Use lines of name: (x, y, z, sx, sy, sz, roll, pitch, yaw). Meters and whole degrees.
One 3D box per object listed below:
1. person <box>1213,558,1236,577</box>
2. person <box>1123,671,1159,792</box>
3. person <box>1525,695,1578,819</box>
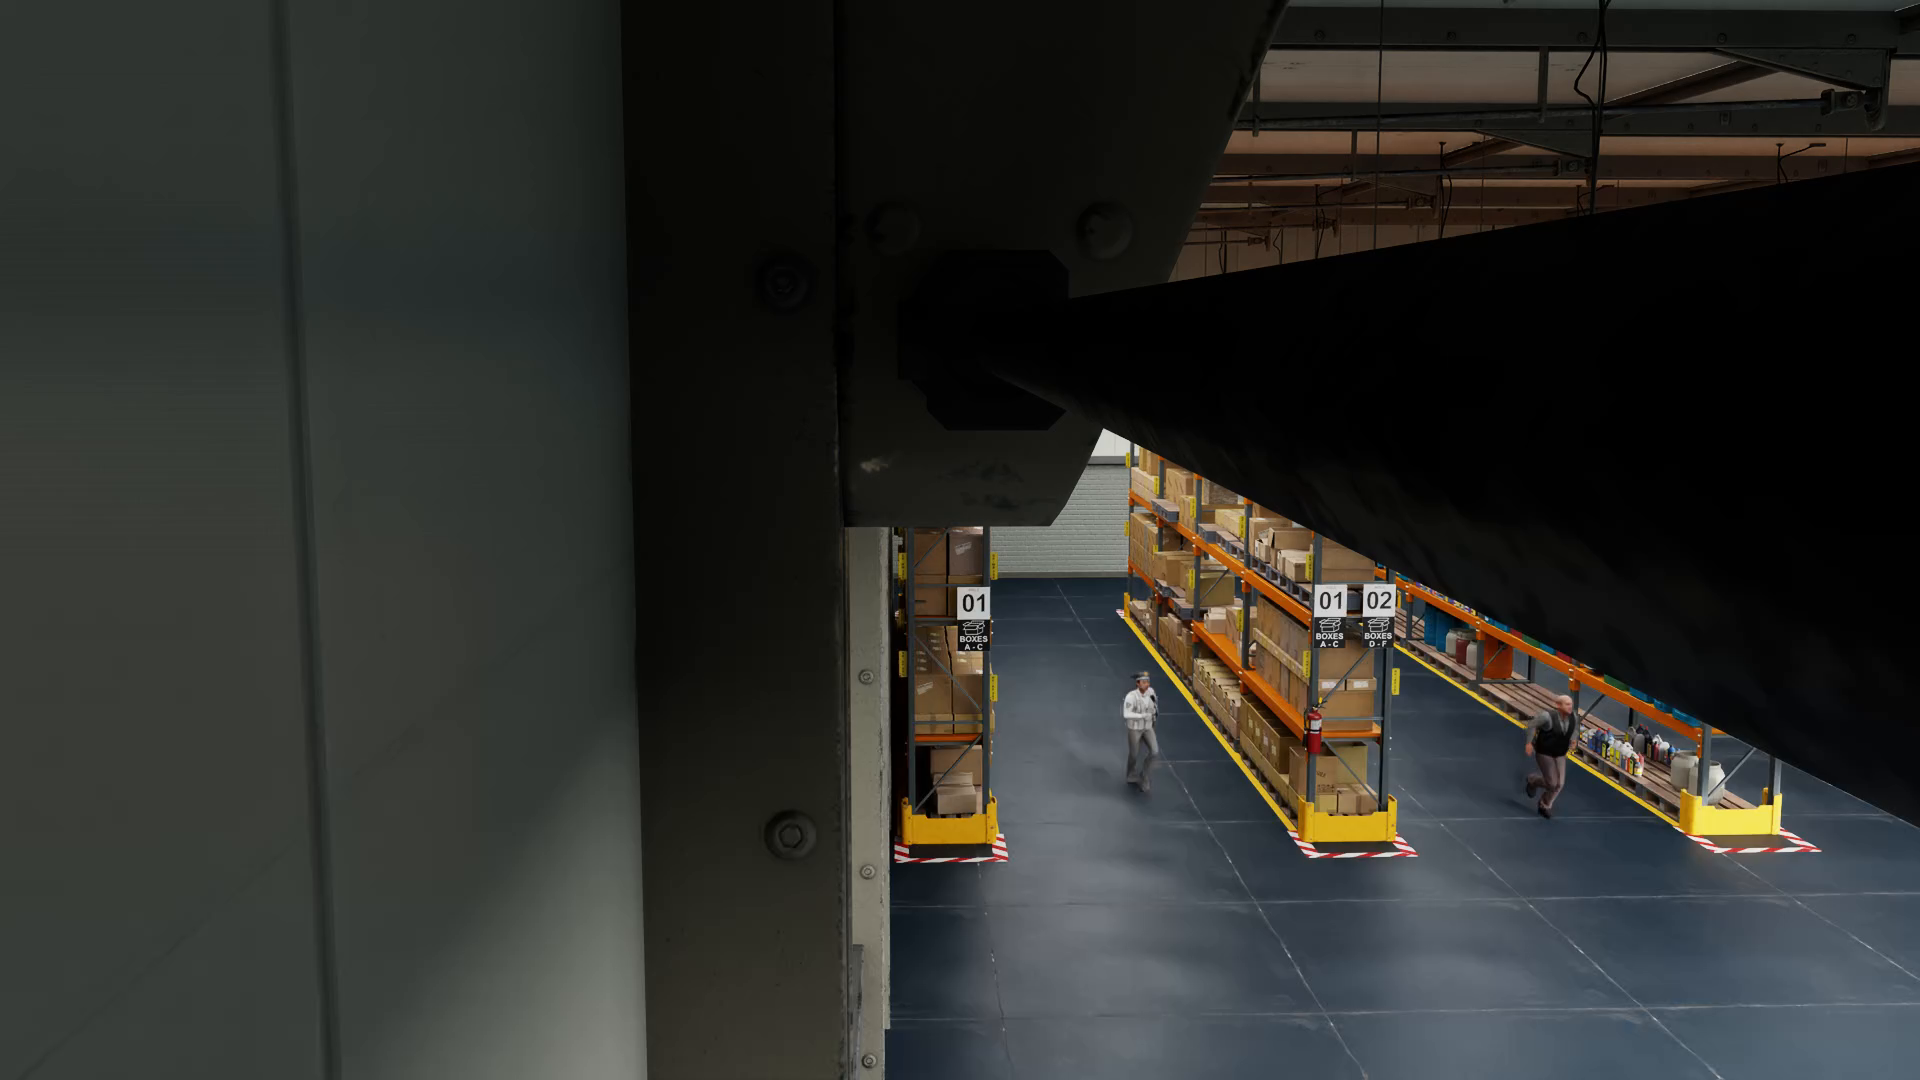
person: (5.874, 0.818, 36.529, 0.619, 1.720, 0.927, -4, 9, -31)
person: (2.480, 2.589, 22.742, 0.642, 1.678, 0.788, -3, 8, -22)
person: (7.658, 2.782, 21.544, 0.649, 1.654, 0.741, -3, 8, -22)
